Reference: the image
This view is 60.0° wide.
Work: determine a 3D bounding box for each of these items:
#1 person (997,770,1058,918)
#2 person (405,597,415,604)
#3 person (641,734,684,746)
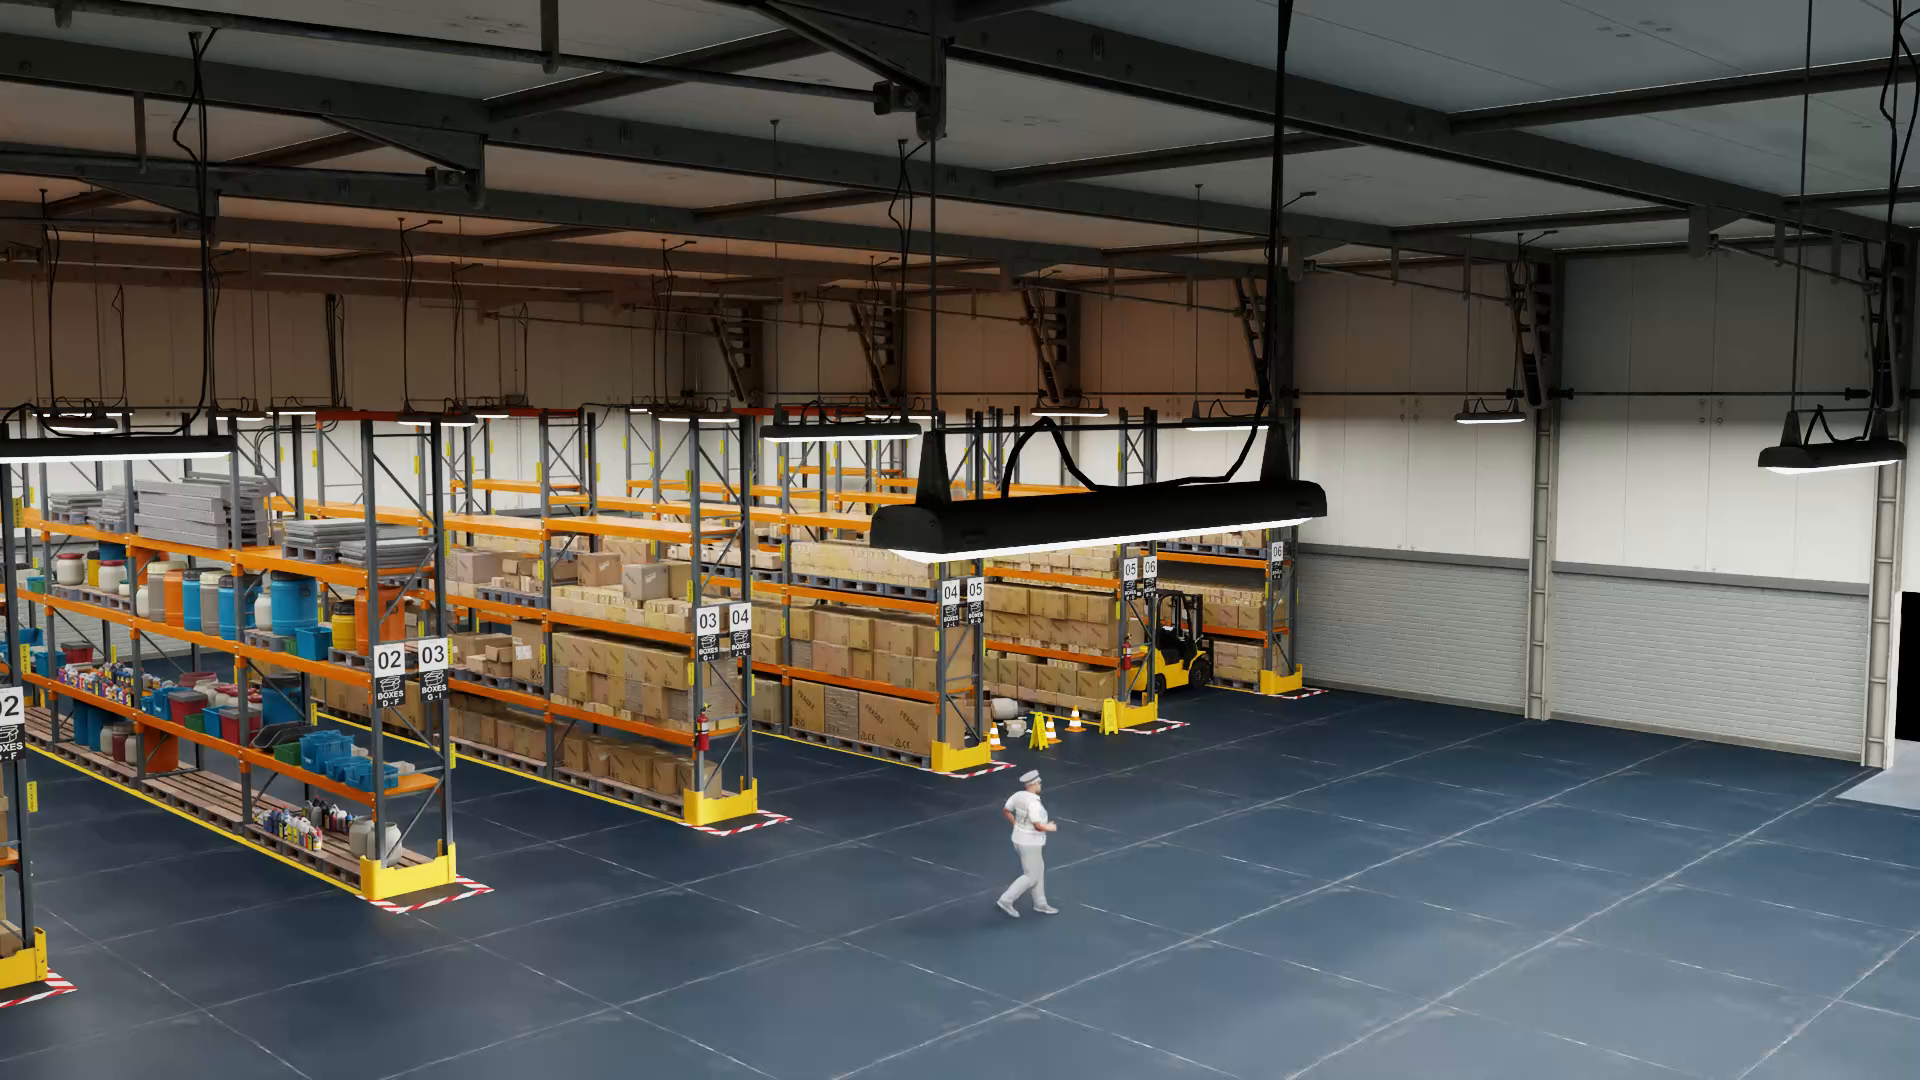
[{"bbox_3d":[0.808,3.674,20.044,0.867,1.806,0.686,-2,5,-22],"label":"person"},{"bbox_3d":[-12.616,2.137,37.798,0.750,1.694,0.547,-1,5,-7],"label":"person"},{"bbox_3d":[-5.370,2.778,29.746,0.988,1.783,0.654,3,6,30],"label":"person"}]
